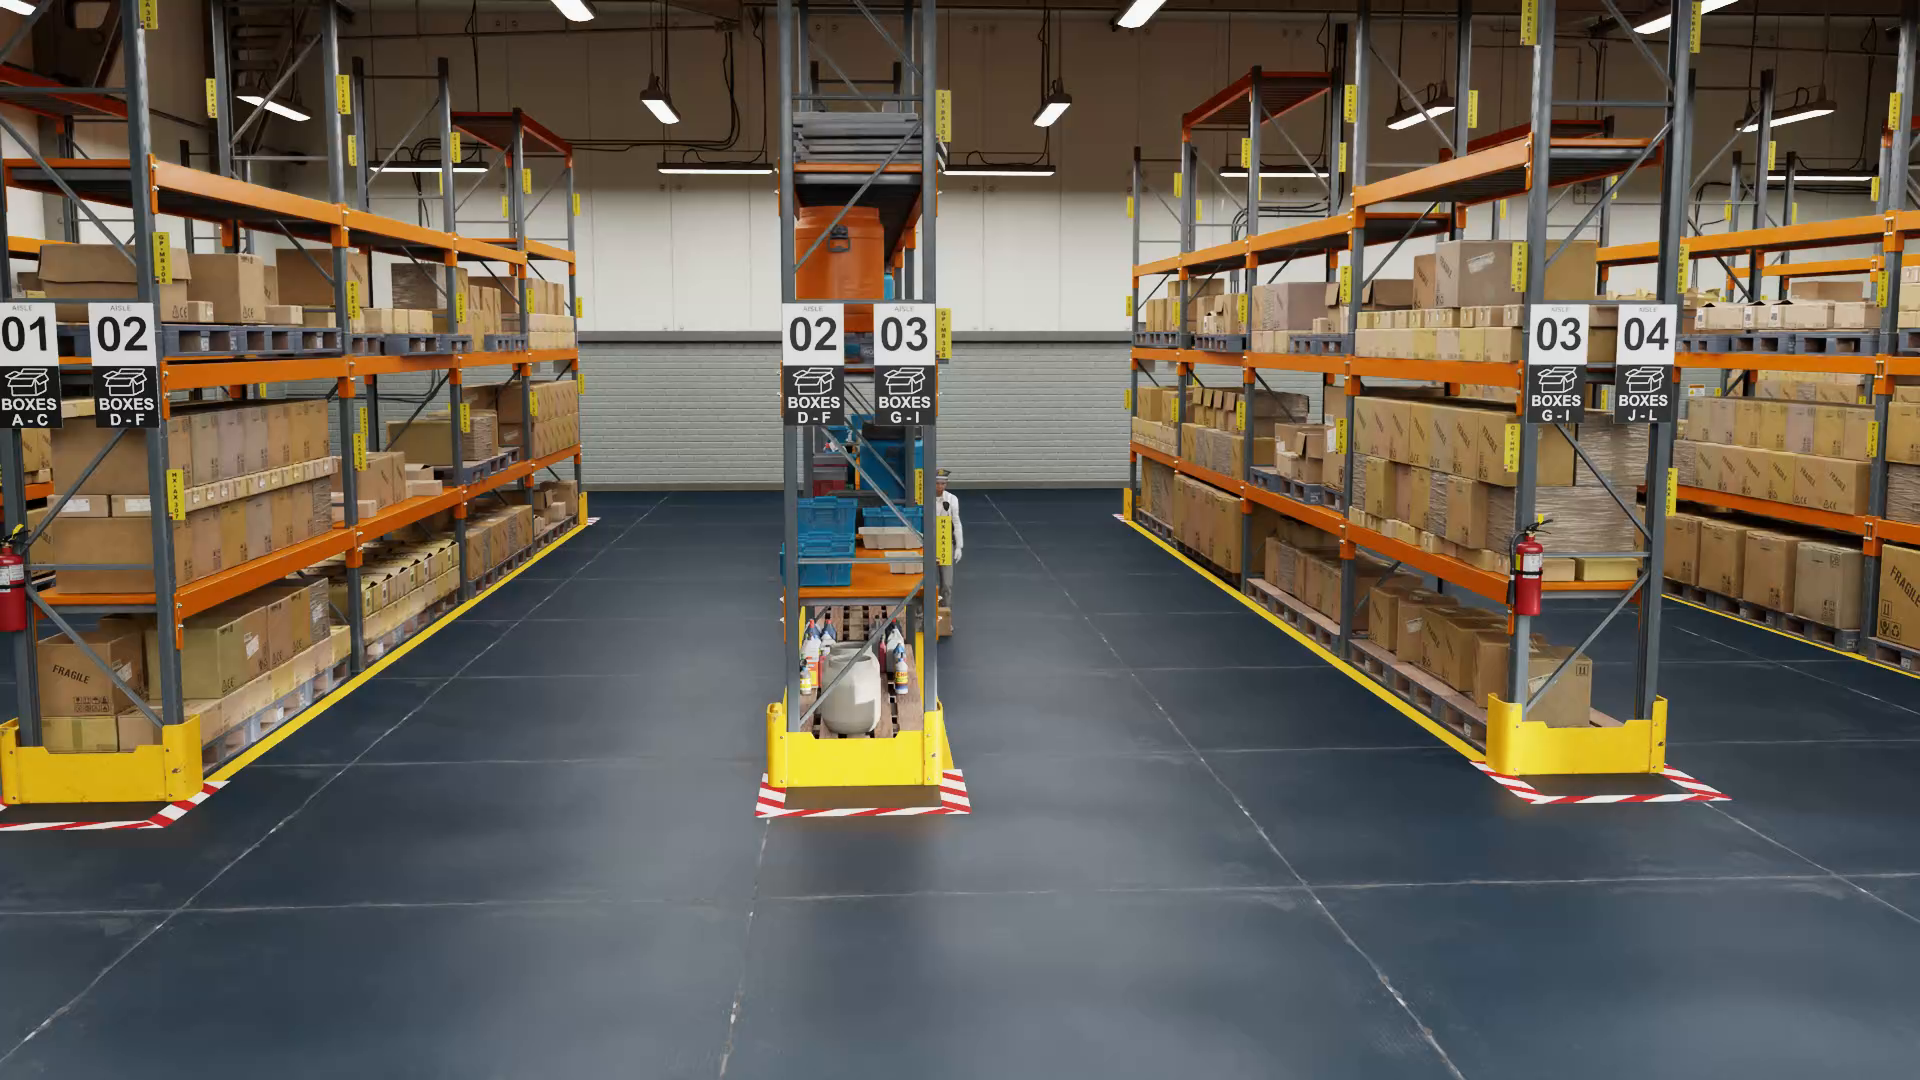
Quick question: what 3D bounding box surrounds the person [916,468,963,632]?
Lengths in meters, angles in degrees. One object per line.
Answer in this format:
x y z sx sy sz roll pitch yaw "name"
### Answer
-0.239 0.092 16.970 0.547 1.667 0.370 -1 7 -7 "person"
